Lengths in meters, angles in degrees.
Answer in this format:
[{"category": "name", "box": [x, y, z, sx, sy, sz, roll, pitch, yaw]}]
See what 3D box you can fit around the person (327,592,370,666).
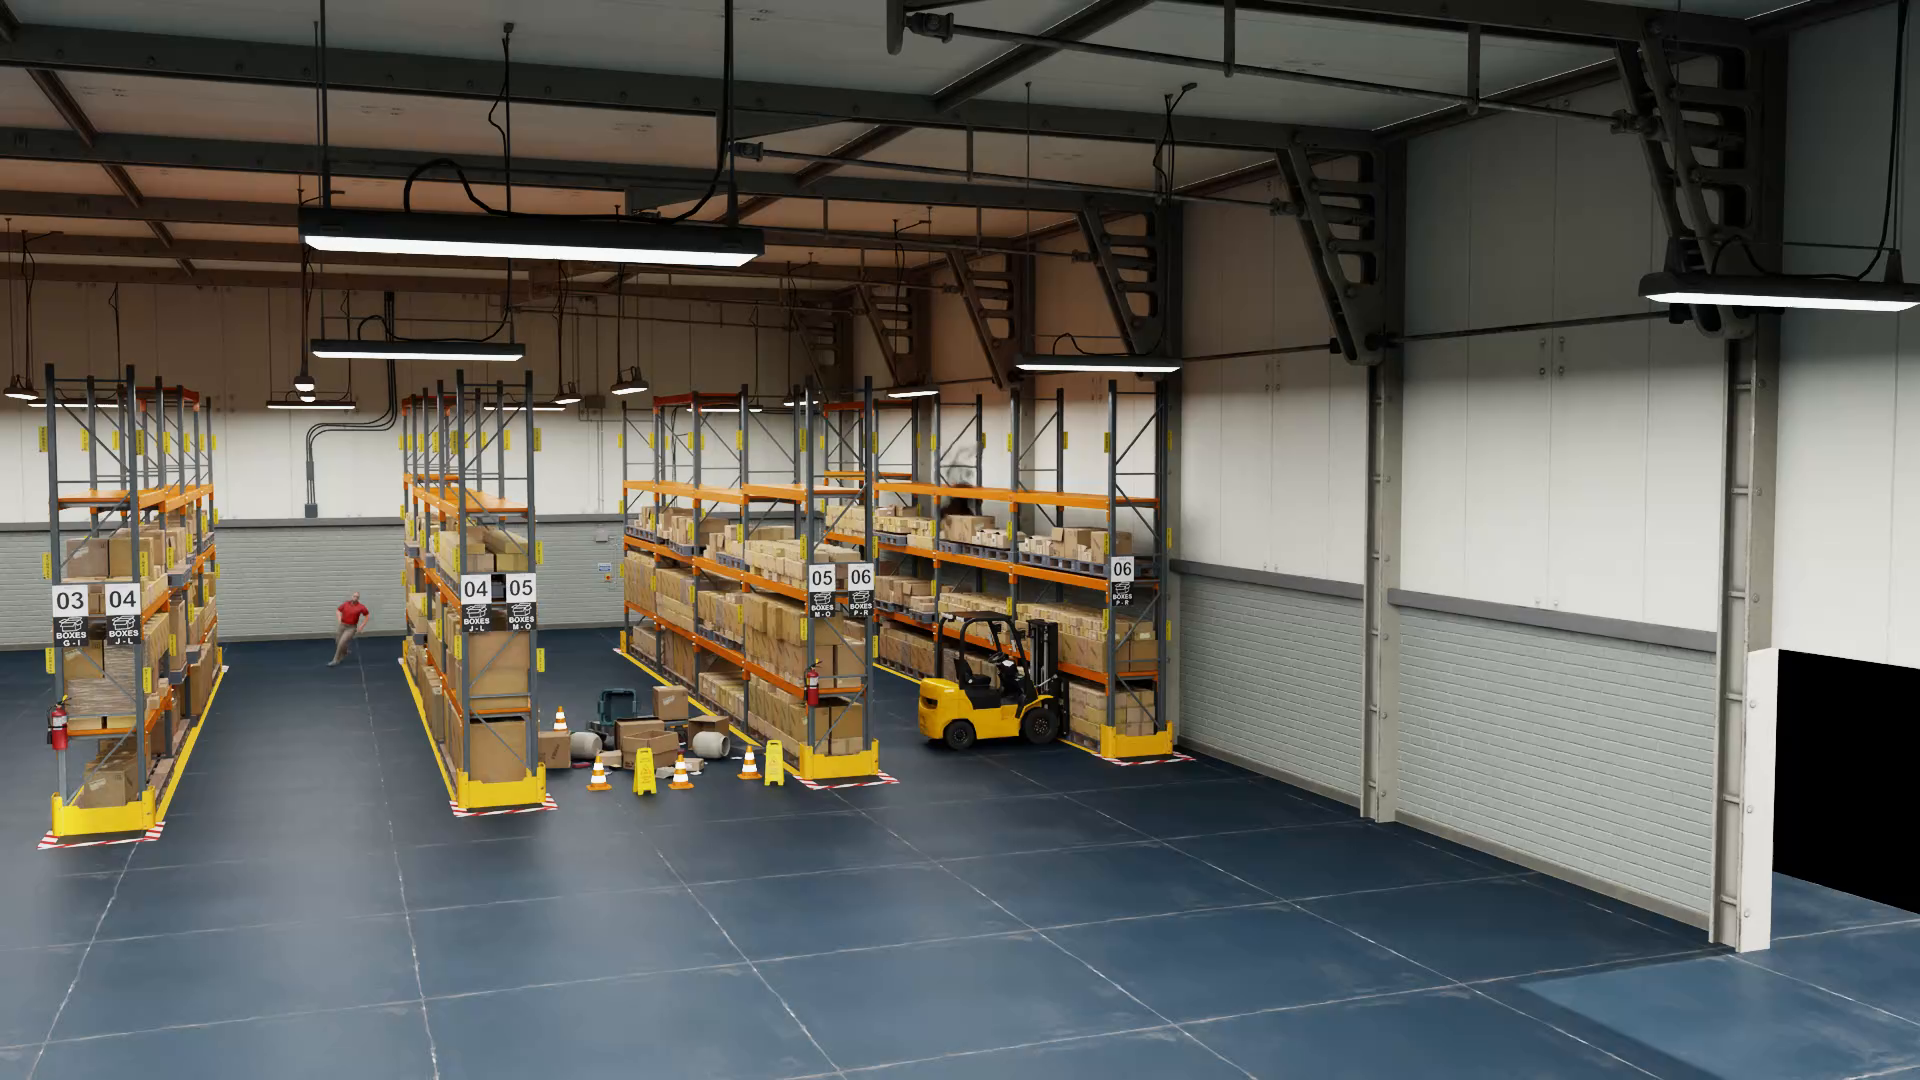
[{"category": "person", "box": [-13.846, 1.992, 37.561, 0.870, 1.630, 0.837, 1, 3, 14]}]
